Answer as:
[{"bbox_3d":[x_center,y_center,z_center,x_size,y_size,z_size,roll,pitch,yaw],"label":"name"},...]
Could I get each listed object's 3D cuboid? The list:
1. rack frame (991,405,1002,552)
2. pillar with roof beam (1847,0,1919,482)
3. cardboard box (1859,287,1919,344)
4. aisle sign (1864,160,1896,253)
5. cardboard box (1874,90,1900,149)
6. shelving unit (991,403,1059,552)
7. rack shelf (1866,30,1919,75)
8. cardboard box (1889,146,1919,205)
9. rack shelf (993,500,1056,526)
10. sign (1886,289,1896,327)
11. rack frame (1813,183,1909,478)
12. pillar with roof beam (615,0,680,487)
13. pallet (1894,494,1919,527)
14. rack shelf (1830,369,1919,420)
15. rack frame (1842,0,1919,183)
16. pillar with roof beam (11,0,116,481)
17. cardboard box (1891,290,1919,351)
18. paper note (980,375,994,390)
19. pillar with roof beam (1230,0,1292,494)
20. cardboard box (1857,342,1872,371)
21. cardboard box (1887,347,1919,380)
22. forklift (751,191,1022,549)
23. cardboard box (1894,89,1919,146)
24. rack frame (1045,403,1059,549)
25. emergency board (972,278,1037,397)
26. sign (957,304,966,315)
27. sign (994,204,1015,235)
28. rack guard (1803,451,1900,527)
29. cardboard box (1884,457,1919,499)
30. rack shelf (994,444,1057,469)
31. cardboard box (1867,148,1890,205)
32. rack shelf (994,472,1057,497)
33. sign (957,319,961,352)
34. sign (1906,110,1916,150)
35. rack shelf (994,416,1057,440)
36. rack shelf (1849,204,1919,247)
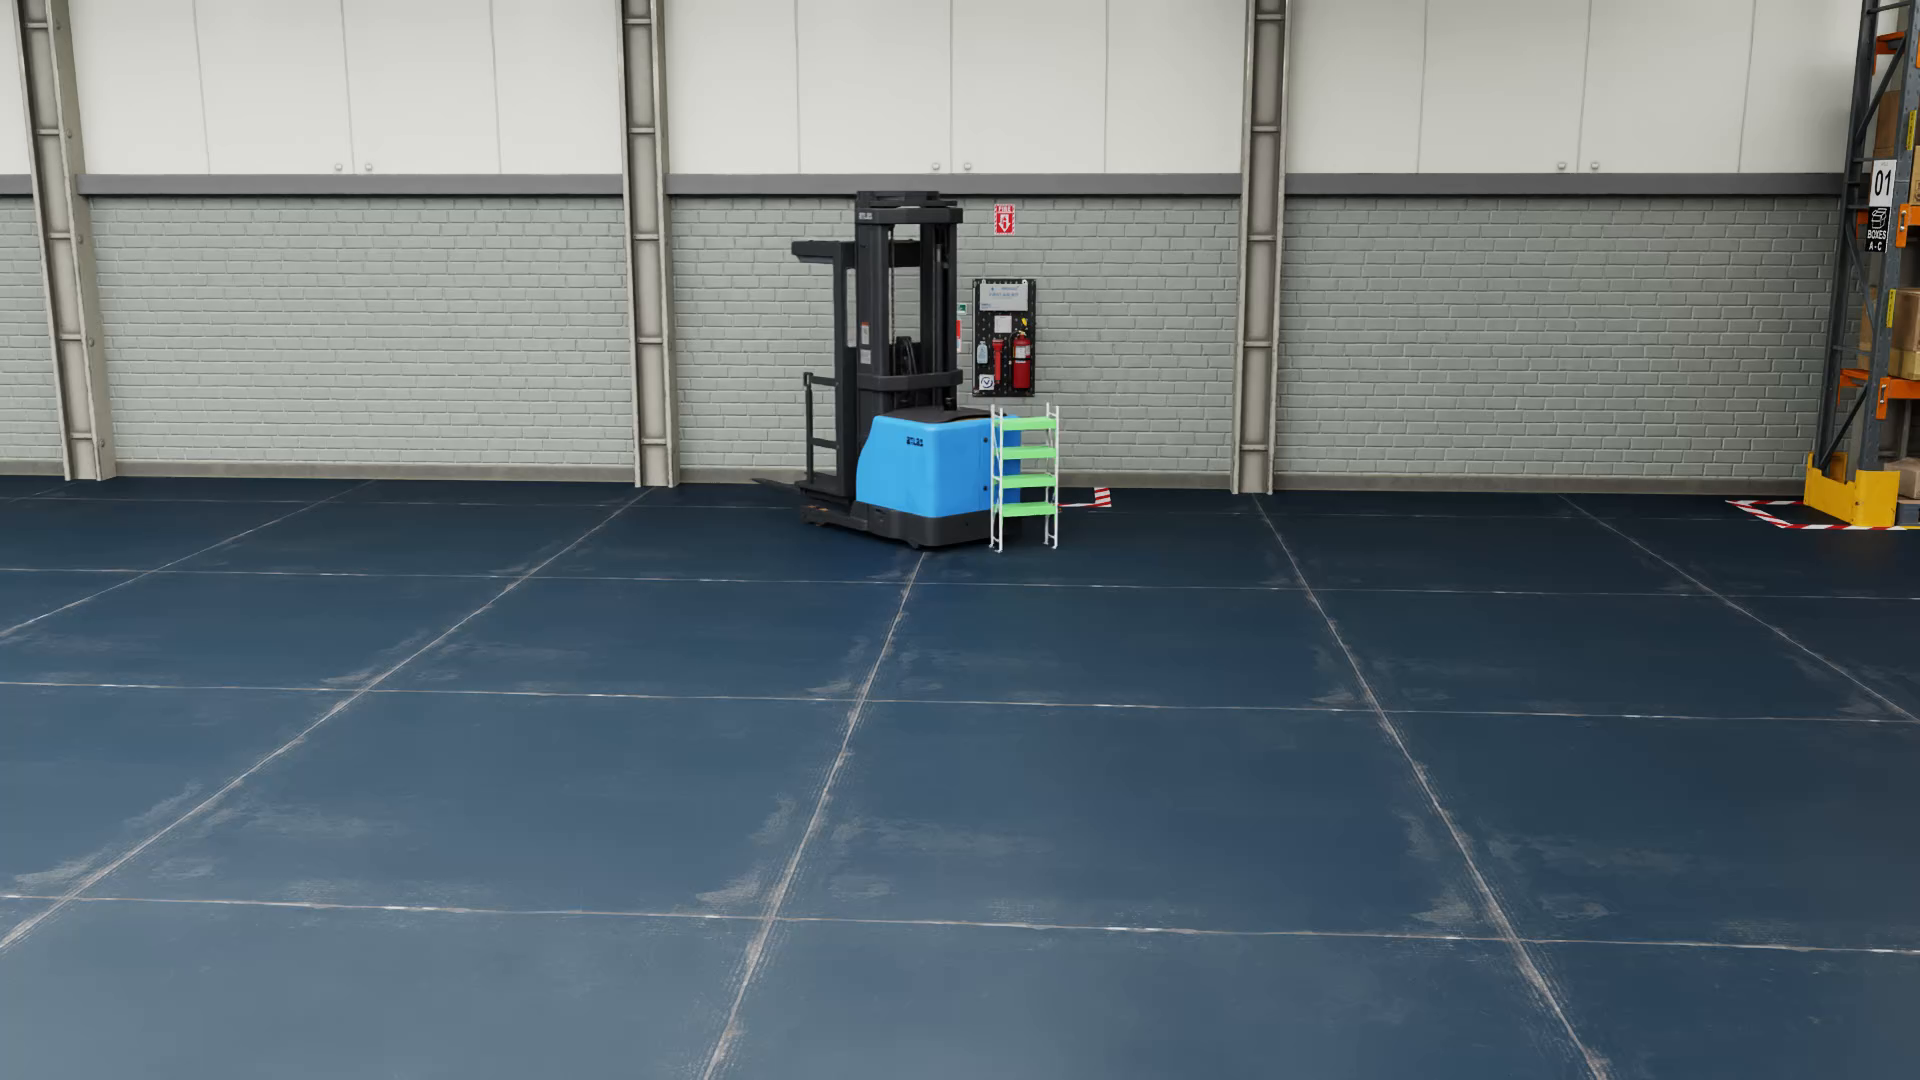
[{"bbox_3d":[0.303,-0.508,13.768,0.015,1.200,0.240,-4,12,-17],"label":"rack frame"},{"bbox_3d":[8.602,-3.928,11.066,0.400,9.000,9.100,1,12,4],"label":"pillar with roof beam"},{"bbox_3d":[8.617,-2.044,15.199,0.500,0.500,0.500,1,12,3],"label":"cardboard box"},{"bbox_3d":[8.041,-2.916,14.531,0.004,0.787,0.394,1,12,4],"label":"aisle sign"},{"bbox_3d":[8.581,-3.767,14.891,0.500,0.500,0.500,1,12,6],"label":"cardboard box"},{"bbox_3d":[0.535,-0.524,13.840,0.503,1.200,0.258,-4,12,-17],"label":"shelving unit"},{"bbox_3d":[10.128,-4.259,14.415,4.000,0.370,1.077,1,12,4],"label":"rack shelf"},{"bbox_3d":[8.450,-3.175,14.500,0.500,0.500,0.500,1,12,5],"label":"cardboard box"},{"bbox_3d":[0.535,-0.226,13.903,0.480,0.148,0.258,-4,12,-17],"label":"rack shelf"},{"bbox_3d":[8.097,-2.016,14.467,0.005,0.325,0.100,1,12,4],"label":"sign"},{"bbox_3d":[8.133,-1.704,15.086,0.127,3.000,1.000,1,12,4],"label":"rack frame"},{"bbox_3d":[-3.372,-4.092,11.851,0.400,9.000,9.100,1,12,4],"label":"pillar with roof beam"},{"bbox_3d":[9.017,-0.319,15.279,1.213,0.211,1.003,1,12,4],"label":"pallet"},{"bbox_3d":[10.128,-1.324,15.029,4.000,0.370,1.077,1,12,4],"label":"rack shelf"},{"bbox_3d":[8.133,-4.640,14.471,0.127,3.000,1.000,1,12,4],"label":"rack frame"},{"bbox_3d":[-9.358,-4.174,12.243,0.400,9.000,9.100,1,12,4],"label":"pillar with roof beam"},{"bbox_3d":[8.589,-1.939,14.698,0.500,0.500,0.500,1,12,4],"label":"cardboard box"},{"bbox_3d":[0.267,-1.580,16.645,0.142,0.148,0.016,1,12,4],"label":"paper note"},{"bbox_3d":[2.615,-4.010,11.459,0.400,9.000,9.100,1,12,4],"label":"pillar with roof beam"},{"bbox_3d":[8.612,-1.673,15.258,0.500,0.250,0.500,1,12,5],"label":"cardboard box"},{"bbox_3d":[8.599,-1.568,14.757,0.500,0.250,0.500,0,12,2],"label":"cardboard box"},{"bbox_3d":[-0.791,-1.610,14.805,1.130,2.935,3.031,-10,15,-38],"label":"forklift"},{"bbox_3d":[8.501,-3.665,14.402,0.500,0.500,0.500,0,12,0],"label":"cardboard box"},{"bbox_3d":[0.768,-0.539,13.913,0.015,1.200,0.240,-4,12,-17],"label":"rack frame"},{"bbox_3d":[0.439,-1.994,16.476,0.643,1.169,0.194,1,12,4],"label":"emergency board"},{"bbox_3d":[-0.101,-2.298,16.546,0.331,0.109,0.001,1,12,4],"label":"sign"},{"bbox_3d":[0.438,-3.149,16.337,0.199,0.298,0.001,1,12,4],"label":"sign"},{"bbox_3d":[8.209,-0.479,15.337,0.348,0.500,1.175,1,12,4],"label":"rack guard"},{"bbox_3d":[8.817,-0.575,15.183,0.500,0.311,0.500,-1,12,-3],"label":"cardboard box"},{"bbox_3d":[0.535,-0.696,13.804,0.480,0.148,0.258,-4,12,-17],"label":"rack shelf"},{"bbox_3d":[8.566,-3.276,14.986,0.500,0.500,0.500,2,12,8],"label":"cardboard box"},{"bbox_3d":[0.535,-0.461,13.854,0.480,0.148,0.258,-4,12,-17],"label":"rack shelf"},{"bbox_3d":[-0.105,-2.040,16.609,0.234,0.329,0.001,1,12,4],"label":"sign"},{"bbox_3d":[8.097,-3.489,14.159,0.005,0.325,0.100,1,12,4],"label":"sign"},{"bbox_3d":[0.535,-0.931,13.755,0.480,0.148,0.258,-4,12,-17],"label":"rack shelf"},{"bbox_3d":[10.128,-2.792,14.721,4.000,0.370,1.077,1,12,4],"label":"rack shelf"}]
